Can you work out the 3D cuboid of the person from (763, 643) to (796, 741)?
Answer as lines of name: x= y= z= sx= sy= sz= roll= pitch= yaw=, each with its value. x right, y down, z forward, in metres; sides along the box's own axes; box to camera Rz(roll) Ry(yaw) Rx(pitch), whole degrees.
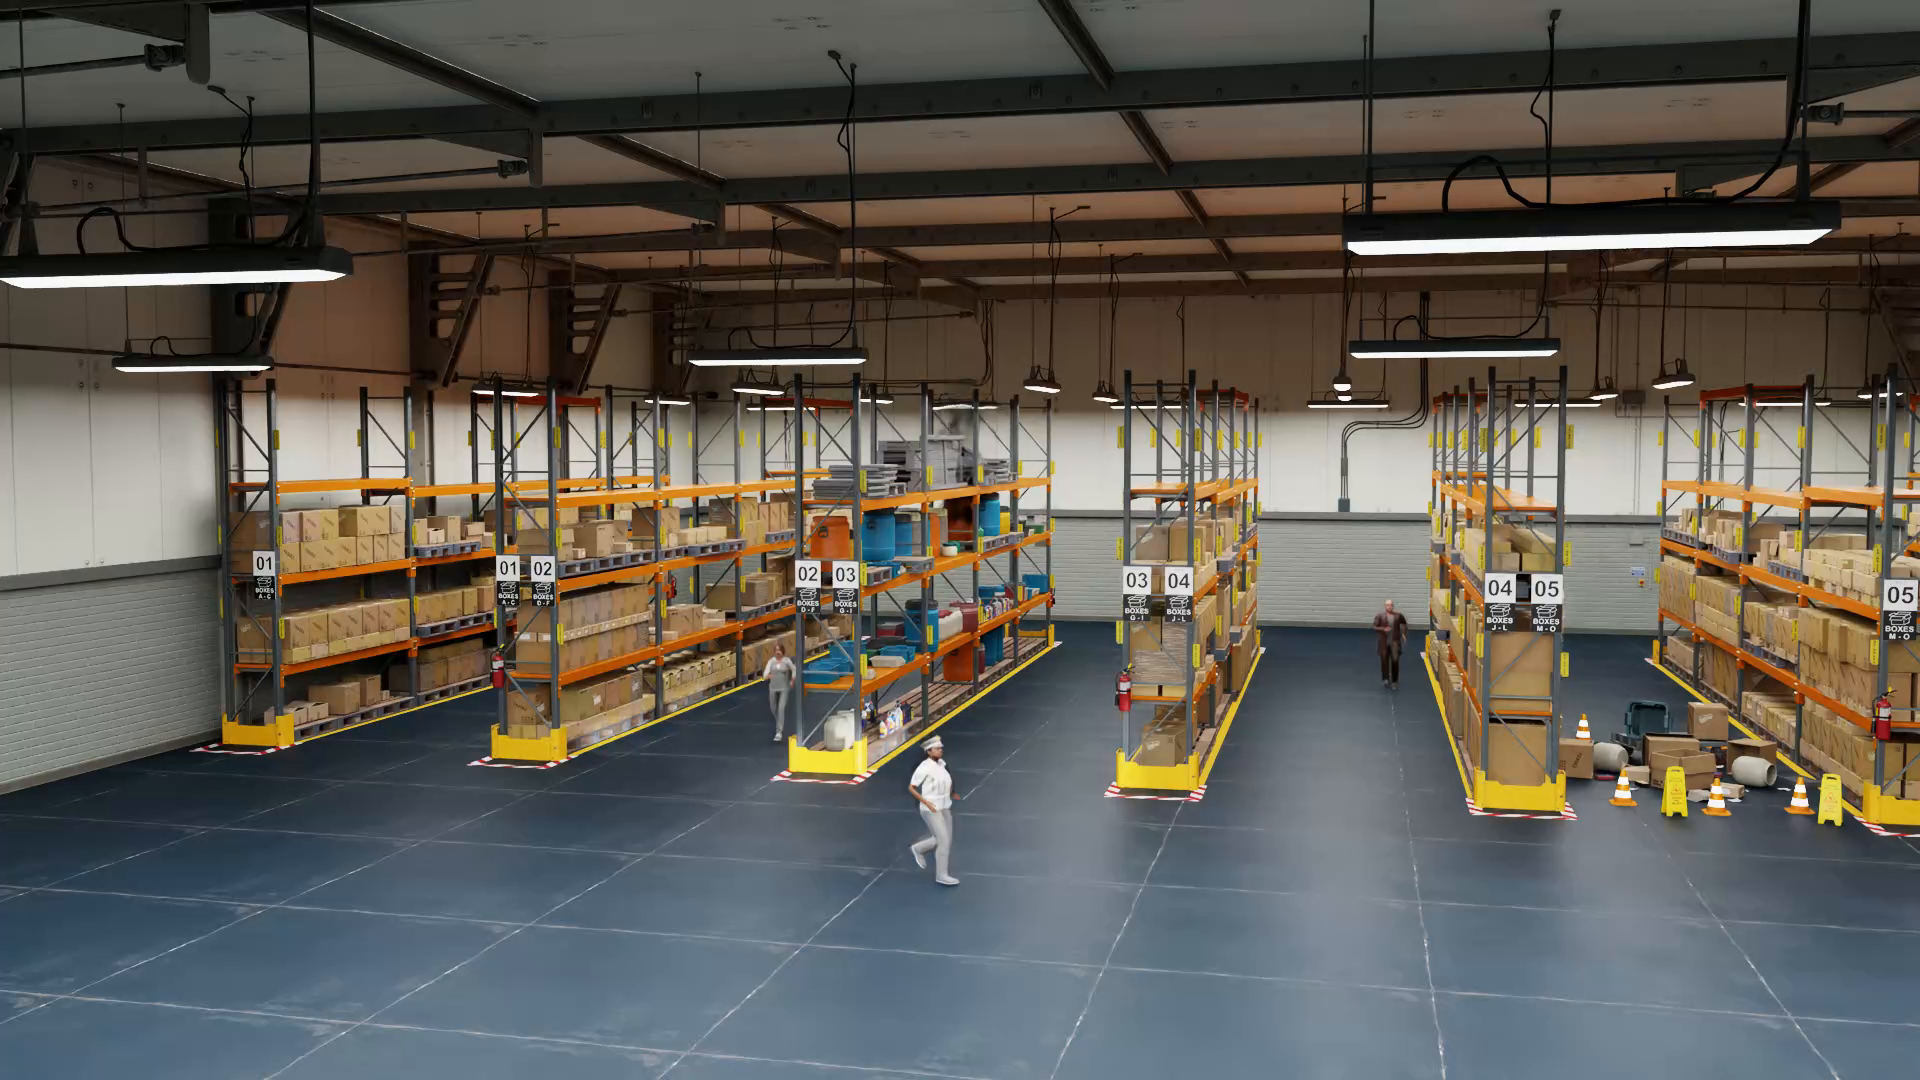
person: x=-3.021 y=2.520 z=27.875 sx=0.543 sy=1.578 sz=0.882 roll=0 pitch=3 yaw=6

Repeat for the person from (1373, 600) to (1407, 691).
person: x=8.635 y=2.123 z=33.426 sx=0.672 sy=1.822 sz=0.811 roll=1 pitch=4 yaw=14

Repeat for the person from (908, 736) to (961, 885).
person: x=-0.305 y=3.039 z=18.847 sx=0.720 sy=1.660 sz=0.584 roll=3 pitch=4 yaw=38
